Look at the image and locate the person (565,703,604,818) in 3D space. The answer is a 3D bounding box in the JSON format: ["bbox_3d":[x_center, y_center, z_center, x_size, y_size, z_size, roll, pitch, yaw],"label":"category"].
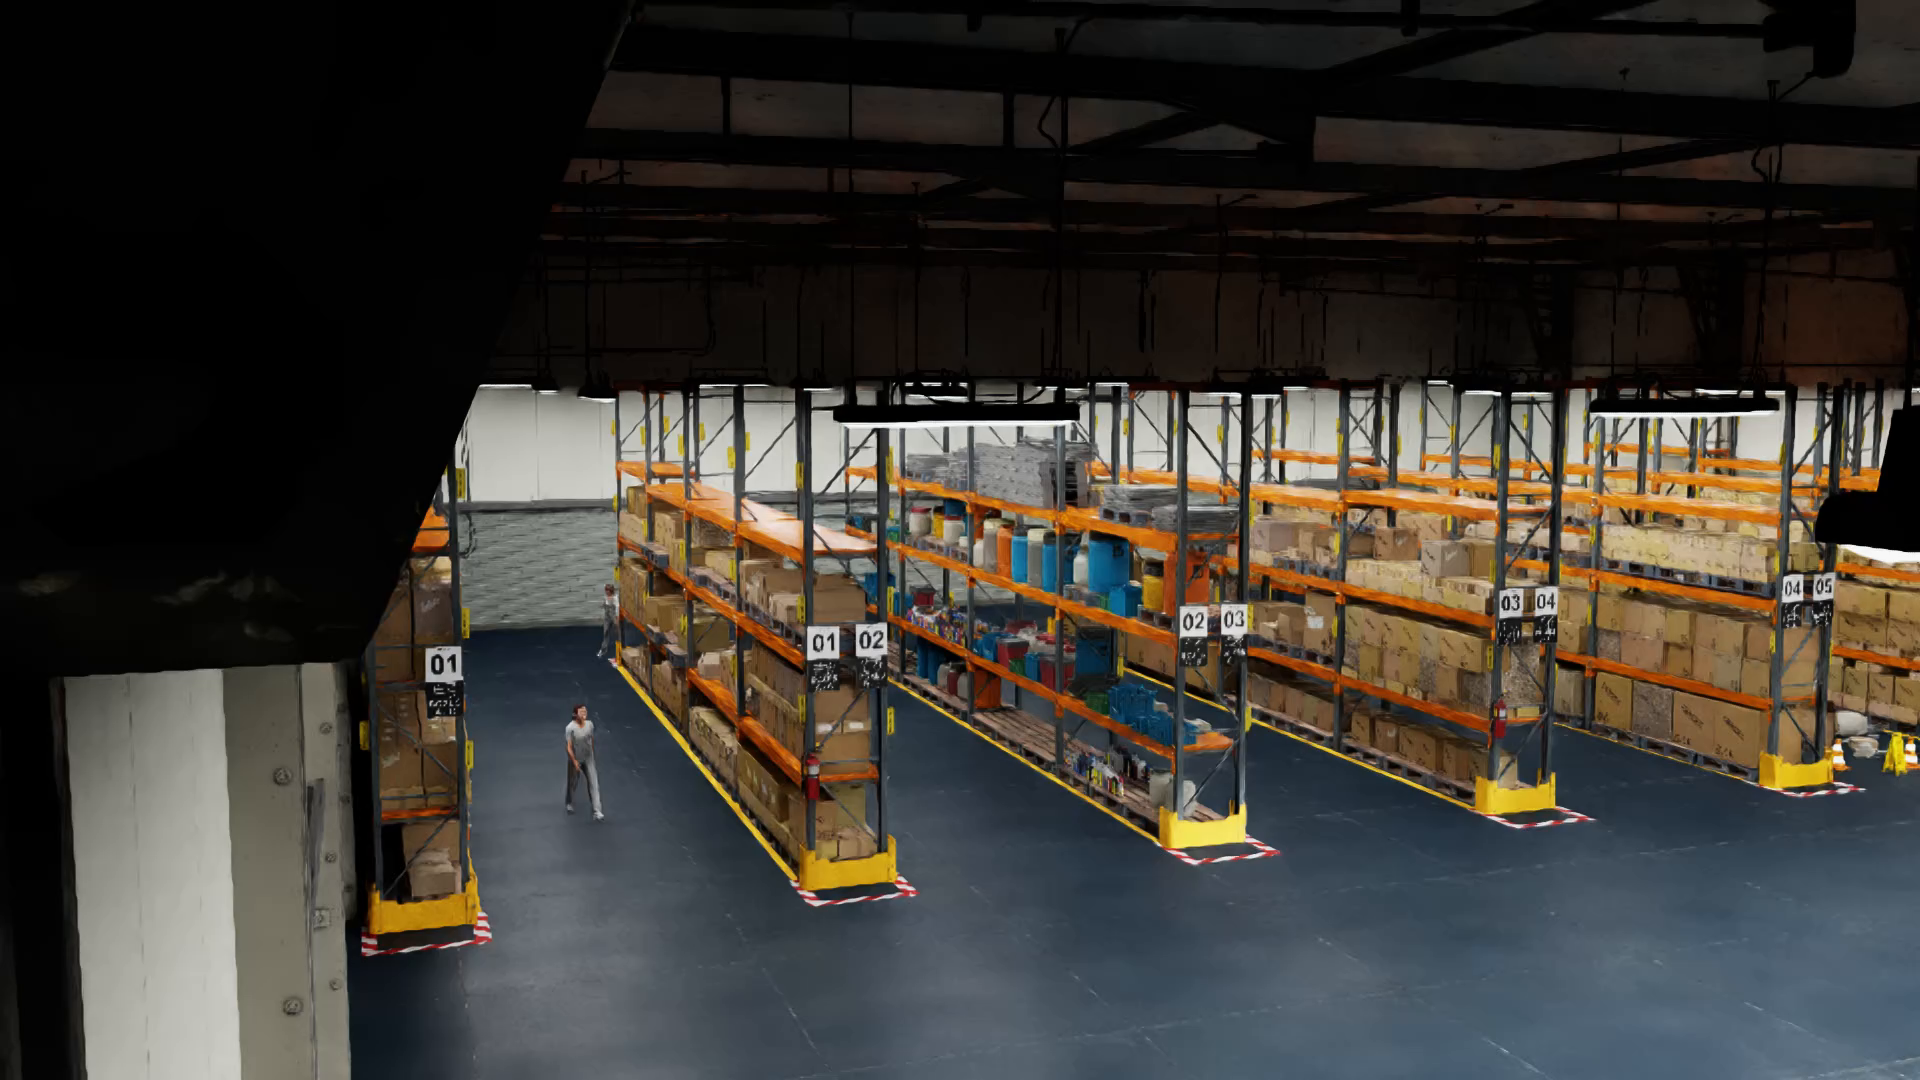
[{"bbox_3d":[-5.302,3.064,23.245,0.444,1.604,1.016,-3,7,-28],"label":"person"}]

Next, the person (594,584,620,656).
[{"bbox_3d":[-7.568,1.722,36.093,0.485,1.570,0.660,3,7,29],"label":"person"}]
